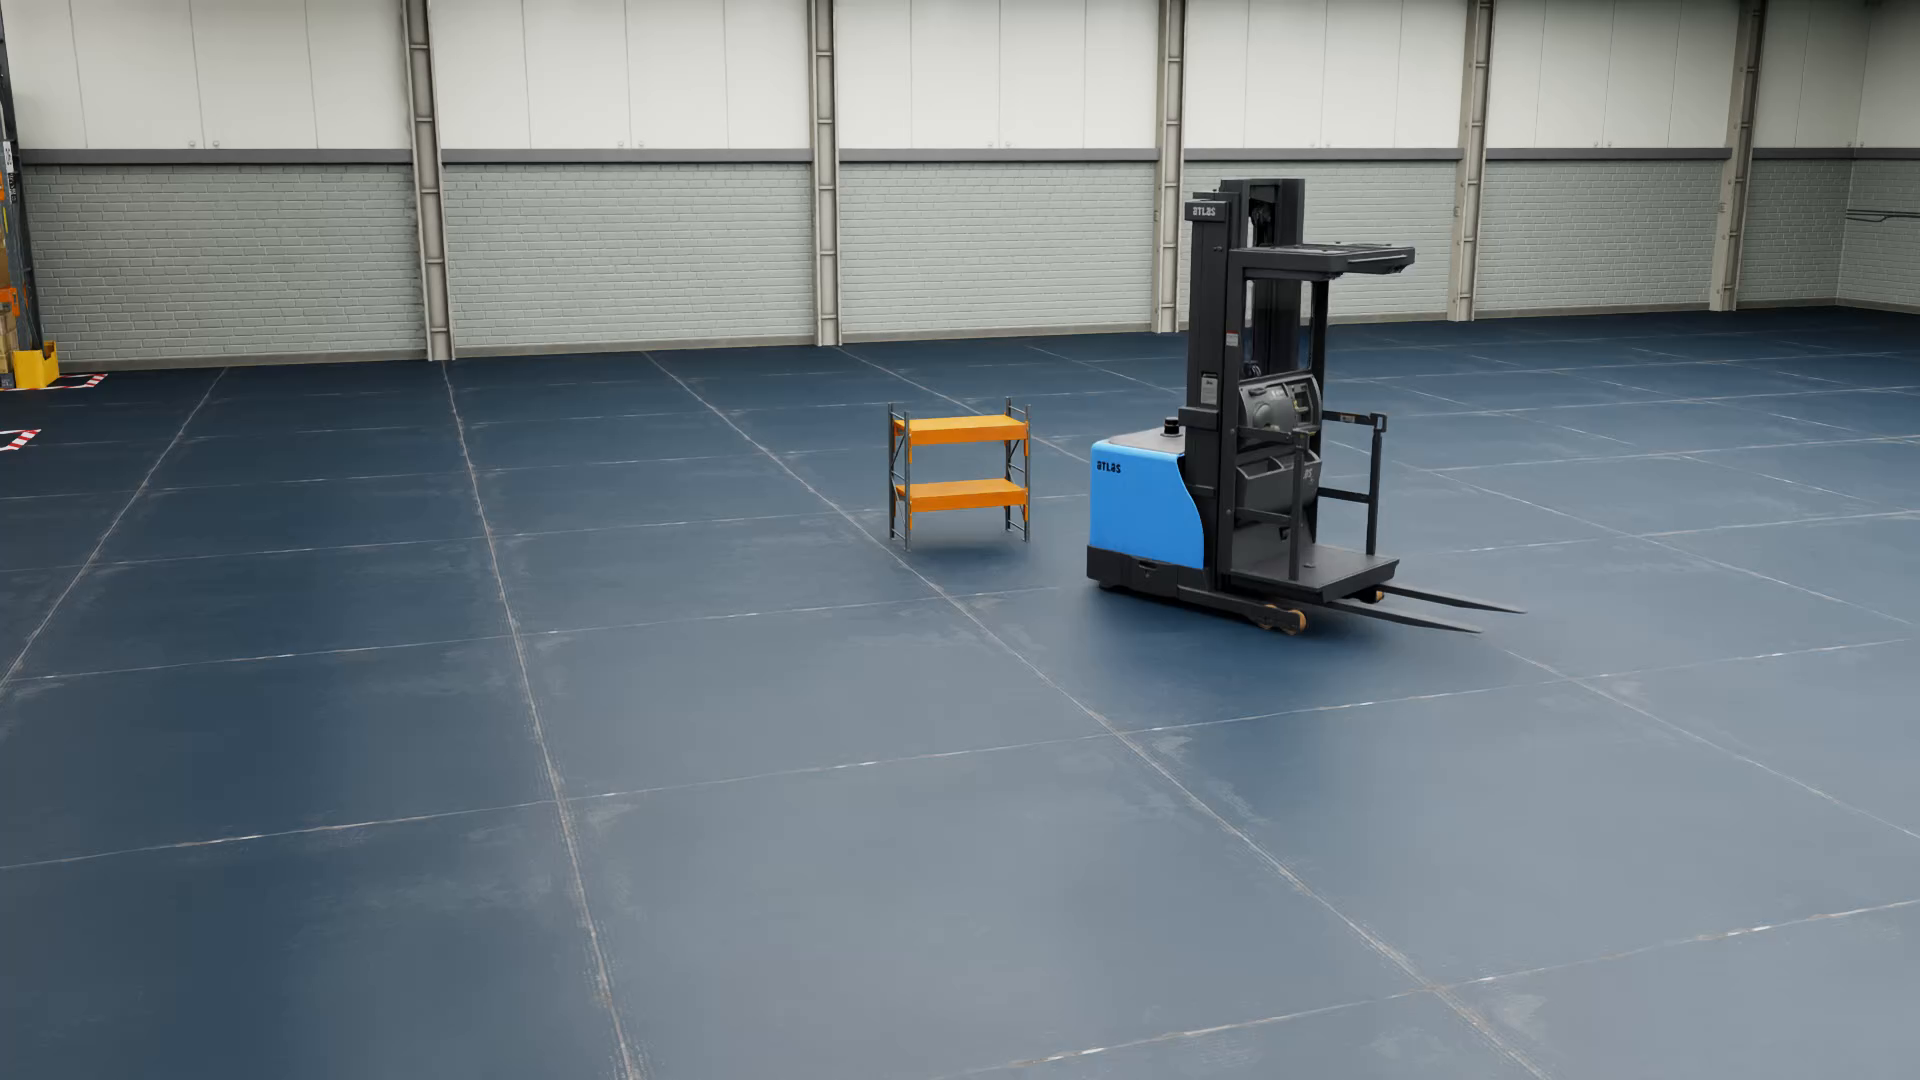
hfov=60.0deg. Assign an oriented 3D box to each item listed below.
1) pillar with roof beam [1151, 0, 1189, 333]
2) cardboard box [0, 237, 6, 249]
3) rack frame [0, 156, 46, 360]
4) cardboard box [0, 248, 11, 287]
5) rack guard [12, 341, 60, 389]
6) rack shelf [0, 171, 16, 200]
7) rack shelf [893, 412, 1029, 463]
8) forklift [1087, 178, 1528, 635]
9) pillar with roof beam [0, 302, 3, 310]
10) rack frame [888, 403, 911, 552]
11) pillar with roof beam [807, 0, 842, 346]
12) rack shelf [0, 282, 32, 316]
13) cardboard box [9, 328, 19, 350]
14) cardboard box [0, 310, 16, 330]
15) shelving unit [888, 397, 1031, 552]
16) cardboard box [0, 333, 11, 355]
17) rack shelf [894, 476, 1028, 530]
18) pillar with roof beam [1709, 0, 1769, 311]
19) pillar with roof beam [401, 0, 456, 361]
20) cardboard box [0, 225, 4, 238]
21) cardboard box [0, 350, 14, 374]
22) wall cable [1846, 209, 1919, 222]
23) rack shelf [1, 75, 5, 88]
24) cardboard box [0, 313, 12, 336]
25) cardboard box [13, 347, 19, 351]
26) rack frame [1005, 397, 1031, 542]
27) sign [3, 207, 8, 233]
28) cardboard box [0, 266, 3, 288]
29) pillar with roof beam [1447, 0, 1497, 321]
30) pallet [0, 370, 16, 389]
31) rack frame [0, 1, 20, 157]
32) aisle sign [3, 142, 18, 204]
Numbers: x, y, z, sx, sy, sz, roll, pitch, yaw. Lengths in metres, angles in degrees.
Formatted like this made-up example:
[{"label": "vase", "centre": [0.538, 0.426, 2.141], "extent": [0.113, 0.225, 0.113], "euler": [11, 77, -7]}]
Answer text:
[{"label": "pillar with roof beam", "centre": [4.917, -7.047, 23.824], "extent": [0.400, 9.000, 9.100], "euler": [-4, 14, -18]}, {"label": "cardboard box", "centre": [-12.973, -3.994, 22.335], "extent": [0.250, 0.149, 0.380], "euler": [-5, 14, -20]}, {"label": "rack frame", "centre": [-12.569, -3.598, 22.288], "extent": [0.127, 3.000, 1.000], "euler": [-4, 14, -18]}, {"label": "cardboard box", "centre": [-13.127, -3.671, 22.378], "extent": [0.500, 0.500, 0.500], "euler": [-4, 14, -16]}, {"label": "rack guard", "centre": [-12.546, -2.384, 22.584], "extent": [0.348, 0.500, 1.175], "euler": [-4, 14, -18]}, {"label": "rack shelf", "centre": [-14.464, -4.560, 21.403], "extent": [4.000, 0.370, 1.077], "euler": [-4, 14, -18]}, {"label": "rack shelf", "centre": [-0.006, -0.831, 13.443], "extent": [1.000, 0.278, 0.538], "euler": [-4, 14, -18]}, {"label": "forklift", "centre": [2.347, -0.935, 11.239], "extent": [3.031, 2.935, 1.130], "euler": [12, 18, 42]}, {"label": "pillar with roof beam", "centre": [-12.143, -5.719, 18.239], "extent": [0.400, 9.000, 9.100], "euler": [-4, 14, -18]}, {"label": "rack frame", "centre": [-0.488, -0.509, 13.353], "extent": [0.032, 1.125, 0.500], "euler": [-4, 14, -18]}, {"label": "pillar with roof beam", "centre": [-0.770, -6.604, 21.962], "extent": [0.400, 9.000, 9.100], "euler": [-4, 14, -18]}, {"label": "rack shelf", "centre": [-14.464, -3.101, 21.750], "extent": [4.000, 0.370, 1.077], "euler": [-4, 14, -18]}, {"label": "cardboard box", "centre": [-13.081, -2.719, 22.545], "extent": [0.500, 0.250, 0.500], "euler": [-4, 14, -17]}, {"label": "cardboard box", "centre": [-13.085, -2.957, 22.467], "extent": [0.500, 0.250, 0.500], "euler": [-5, 14, -19]}, {"label": "shelving unit", "centre": [-0.006, -0.547, 13.511], "extent": [1.048, 1.125, 0.538], "euler": [-4, 14, -18]}, {"label": "cardboard box", "centre": [-12.930, -2.603, 22.060], "extent": [0.500, 0.250, 0.500], "euler": [-5, 14, -19]}, {"label": "rack shelf", "centre": [-0.006, -0.309, 13.567], "extent": [1.000, 0.278, 0.538], "euler": [-4, 14, -18]}, {"label": "pillar with roof beam", "centre": [16.290, -7.933, 27.547], "extent": [0.400, 9.000, 9.100], "euler": [-4, 14, -18]}, {"label": "pillar with roof beam", "centre": [-6.457, -6.162, 20.101], "extent": [0.400, 9.000, 9.100], "euler": [-4, 14, -18]}, {"label": "cardboard box", "centre": [-12.955, -4.129, 22.259], "extent": [0.250, 0.149, 0.380], "euler": [-5, 14, -19]}, {"label": "cardboard box", "centre": [-12.913, -2.361, 22.120], "extent": [0.500, 0.250, 0.500], "euler": [-4, 14, -18]}, {"label": "wall cable", "centre": [18.131, -7.294, 31.571], "extent": [0.112, 2.526, 3.097], "euler": [-4, 14, -18]}, {"label": "rack shelf", "centre": [-14.464, -5.825, 21.102], "extent": [4.000, 0.370, 1.077], "euler": [-4, 14, -18]}, {"label": "cardboard box", "centre": [-12.906, -2.849, 22.011], "extent": [0.500, 0.250, 0.500], "euler": [-4, 14, -16]}, {"label": "cardboard box", "centre": [-13.097, -2.471, 22.585], "extent": [0.500, 0.250, 0.500], "euler": [-4, 14, -18]}, {"label": "rack frame", "centre": [0.475, -0.584, 13.668], "extent": [0.032, 1.125, 0.500], "euler": [-4, 14, -18]}, {"label": "sign", "centre": [-12.409, -4.157, 21.622], "extent": [0.005, 0.325, 0.100], "euler": [-4, 14, -18]}, {"label": "cardboard box", "centre": [-12.952, -3.553, 21.881], "extent": [0.500, 0.500, 0.500], "euler": [-5, 14, -19]}, {"label": "pillar with roof beam", "centre": [10.603, -7.490, 25.686], "extent": [0.400, 9.000, 9.100], "euler": [-4, 14, -18]}, {"label": "pallet", "centre": [-13.280, -2.176, 22.334], "extent": [1.213, 0.211, 1.003], "euler": [-4, 14, -18]}, {"label": "rack frame", "centre": [-12.569, -6.517, 21.593], "extent": [0.127, 3.000, 1.000], "euler": [-4, 14, -18]}, {"label": "aisle sign", "centre": [-12.413, -4.803, 21.736], "extent": [0.004, 0.787, 0.394], "euler": [-4, 14, -18]}]
